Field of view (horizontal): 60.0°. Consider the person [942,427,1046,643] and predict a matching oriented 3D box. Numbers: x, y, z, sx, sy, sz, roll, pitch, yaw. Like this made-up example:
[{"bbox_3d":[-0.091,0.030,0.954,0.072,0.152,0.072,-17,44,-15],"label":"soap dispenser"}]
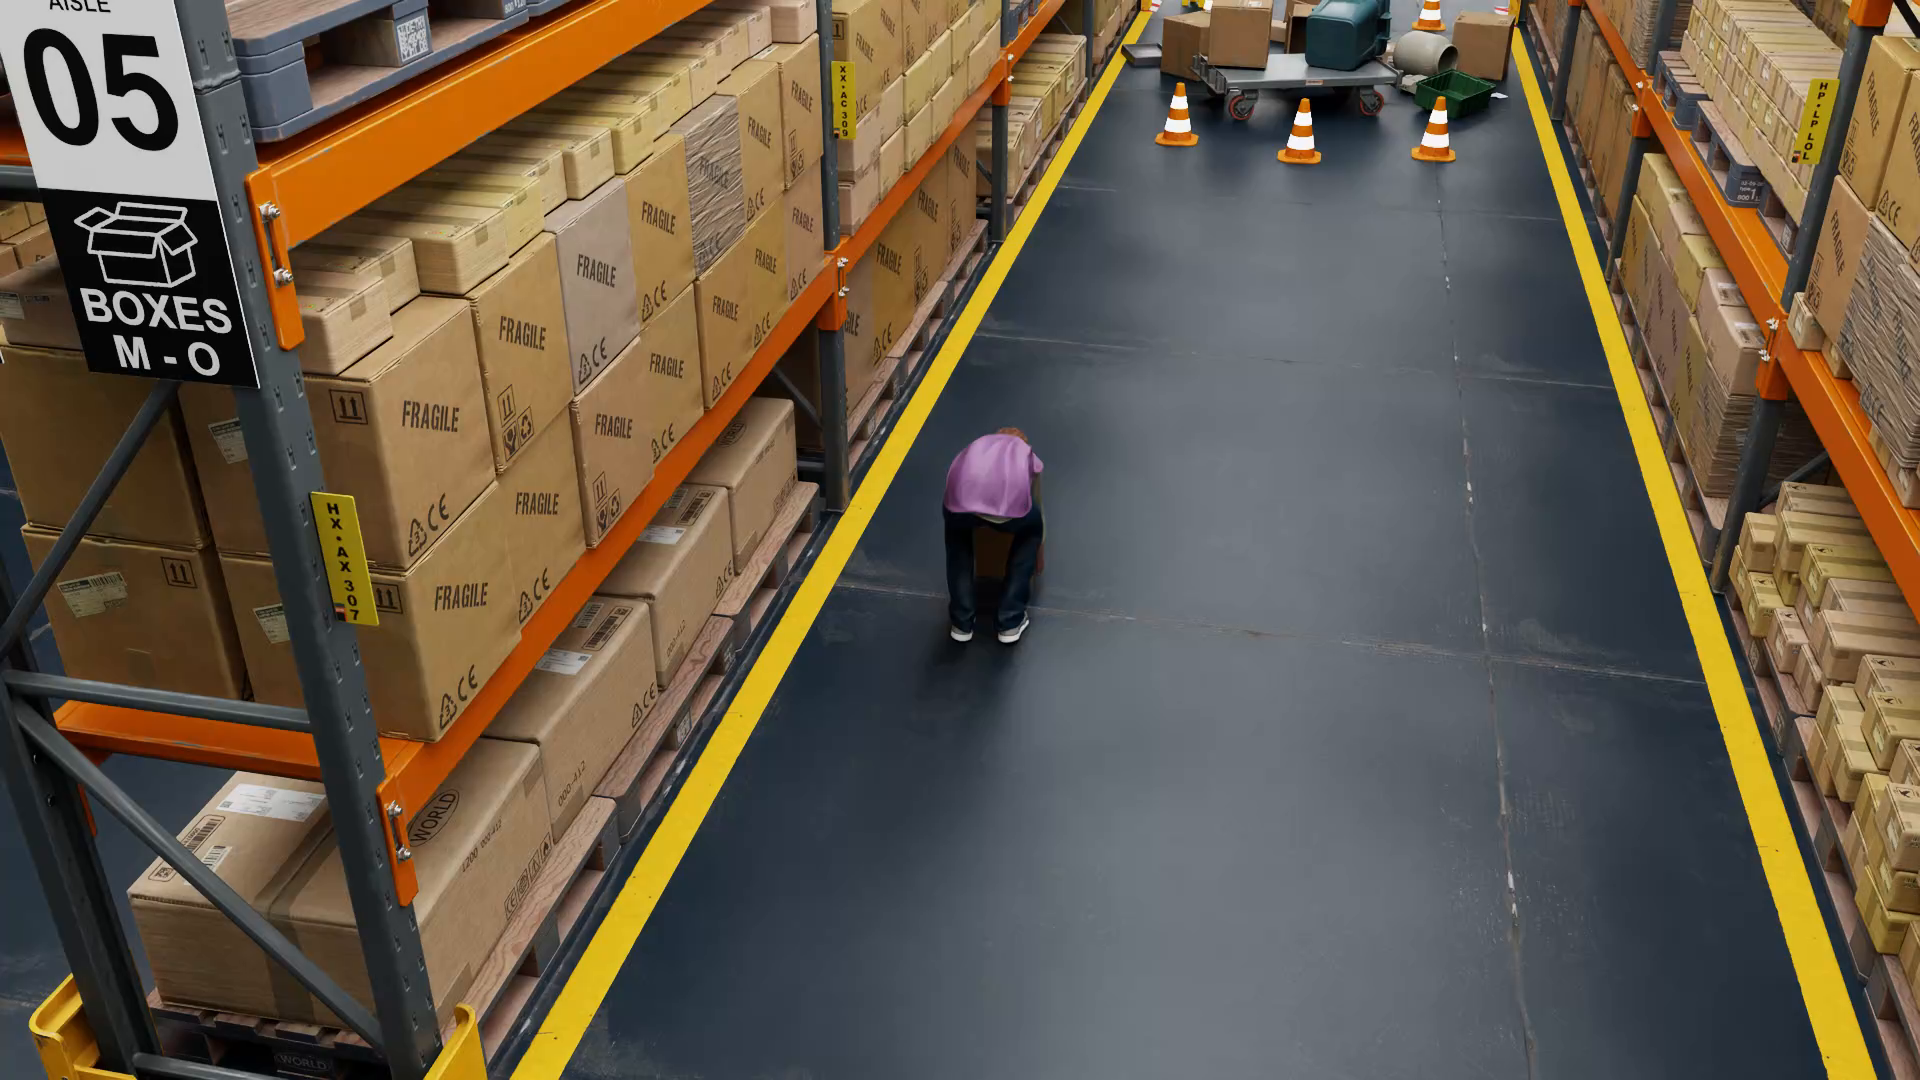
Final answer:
[{"bbox_3d":[0.148,-0.073,6.981,0.417,0.899,0.857,5,30,8],"label":"person"}]
